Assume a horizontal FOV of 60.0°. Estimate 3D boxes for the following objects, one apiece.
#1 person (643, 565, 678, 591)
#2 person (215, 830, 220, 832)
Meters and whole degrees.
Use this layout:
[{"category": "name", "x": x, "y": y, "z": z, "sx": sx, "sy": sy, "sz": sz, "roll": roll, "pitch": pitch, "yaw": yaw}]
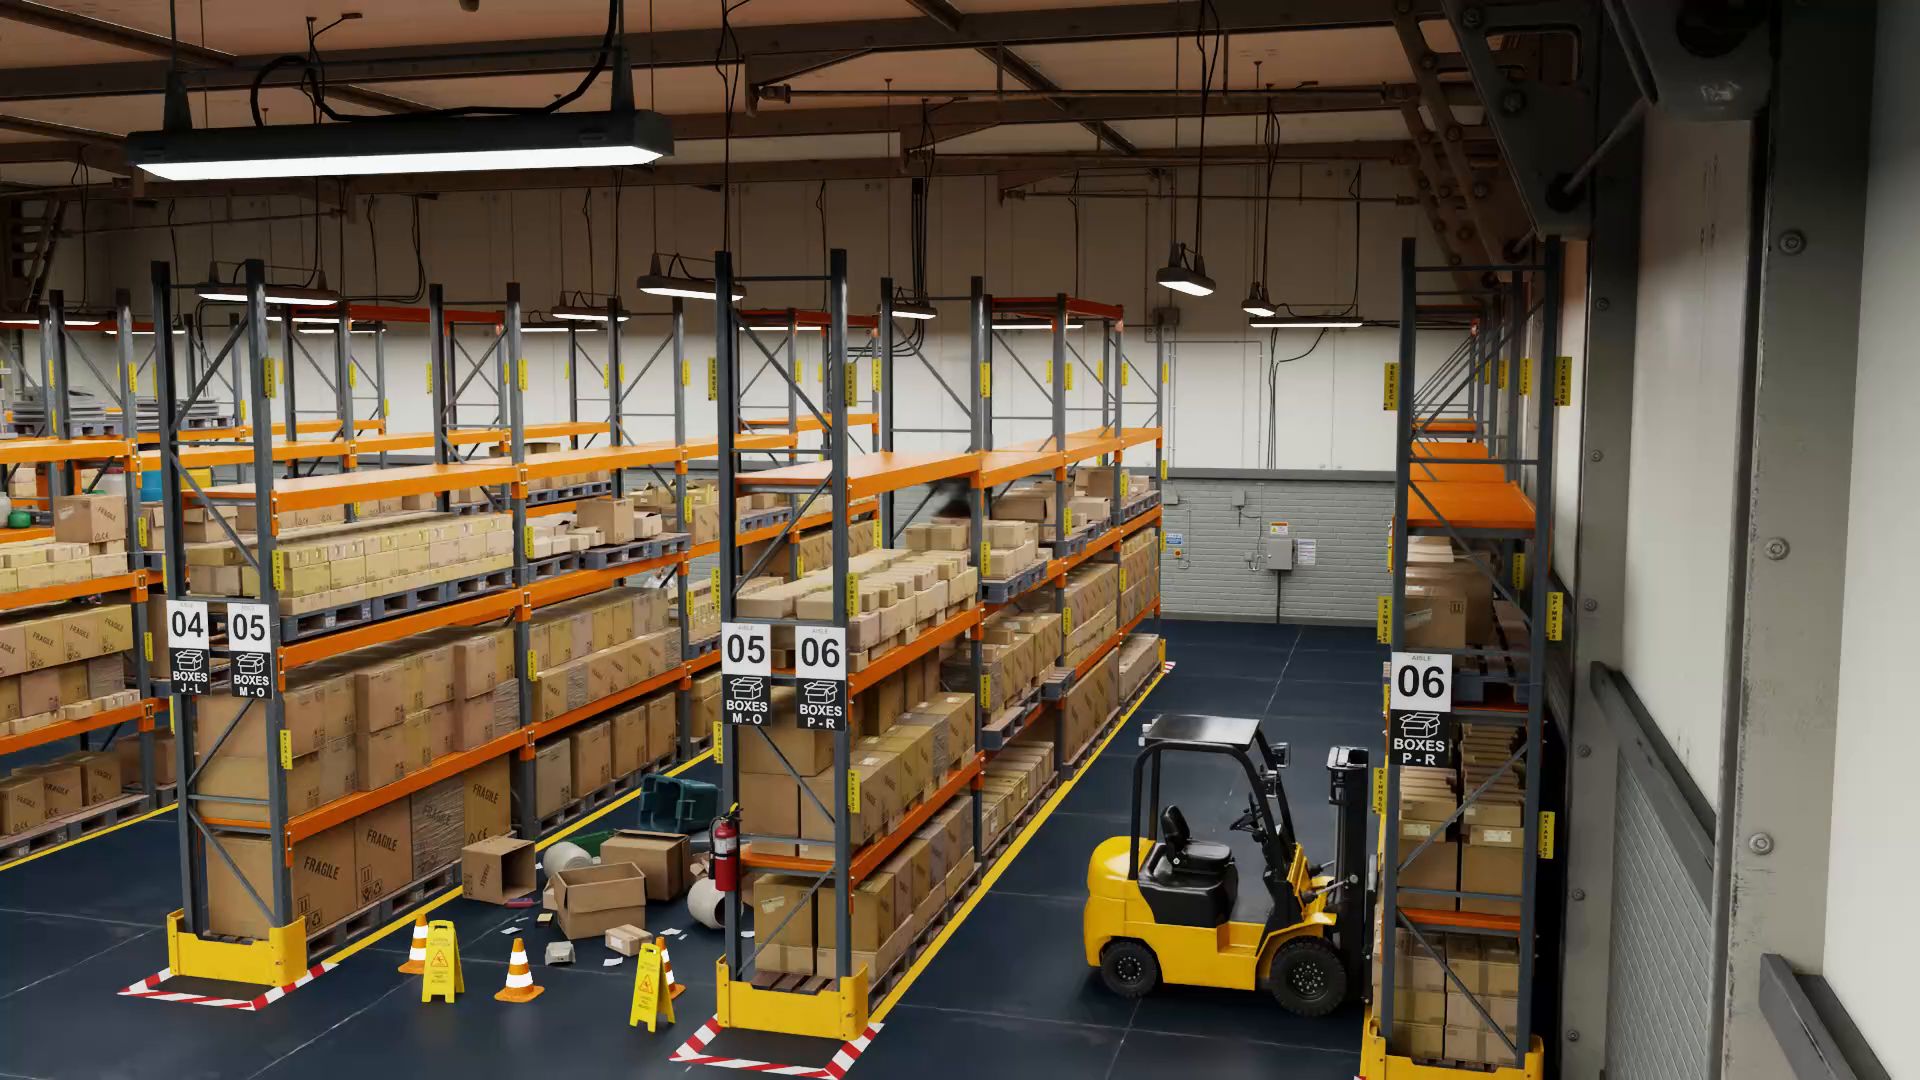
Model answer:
[{"category": "person", "x": -5.328, "y": 1.210, "z": 29.563, "sx": 0.743, "sy": 1.672, "sz": 0.616, "roll": 1, "pitch": 6, "yaw": 9}, {"category": "person", "x": -7.089, "y": 2.650, "z": 16.164, "sx": 0.579, "sy": 1.656, "sz": 0.678, "roll": 1, "pitch": 6, "yaw": 11}]
